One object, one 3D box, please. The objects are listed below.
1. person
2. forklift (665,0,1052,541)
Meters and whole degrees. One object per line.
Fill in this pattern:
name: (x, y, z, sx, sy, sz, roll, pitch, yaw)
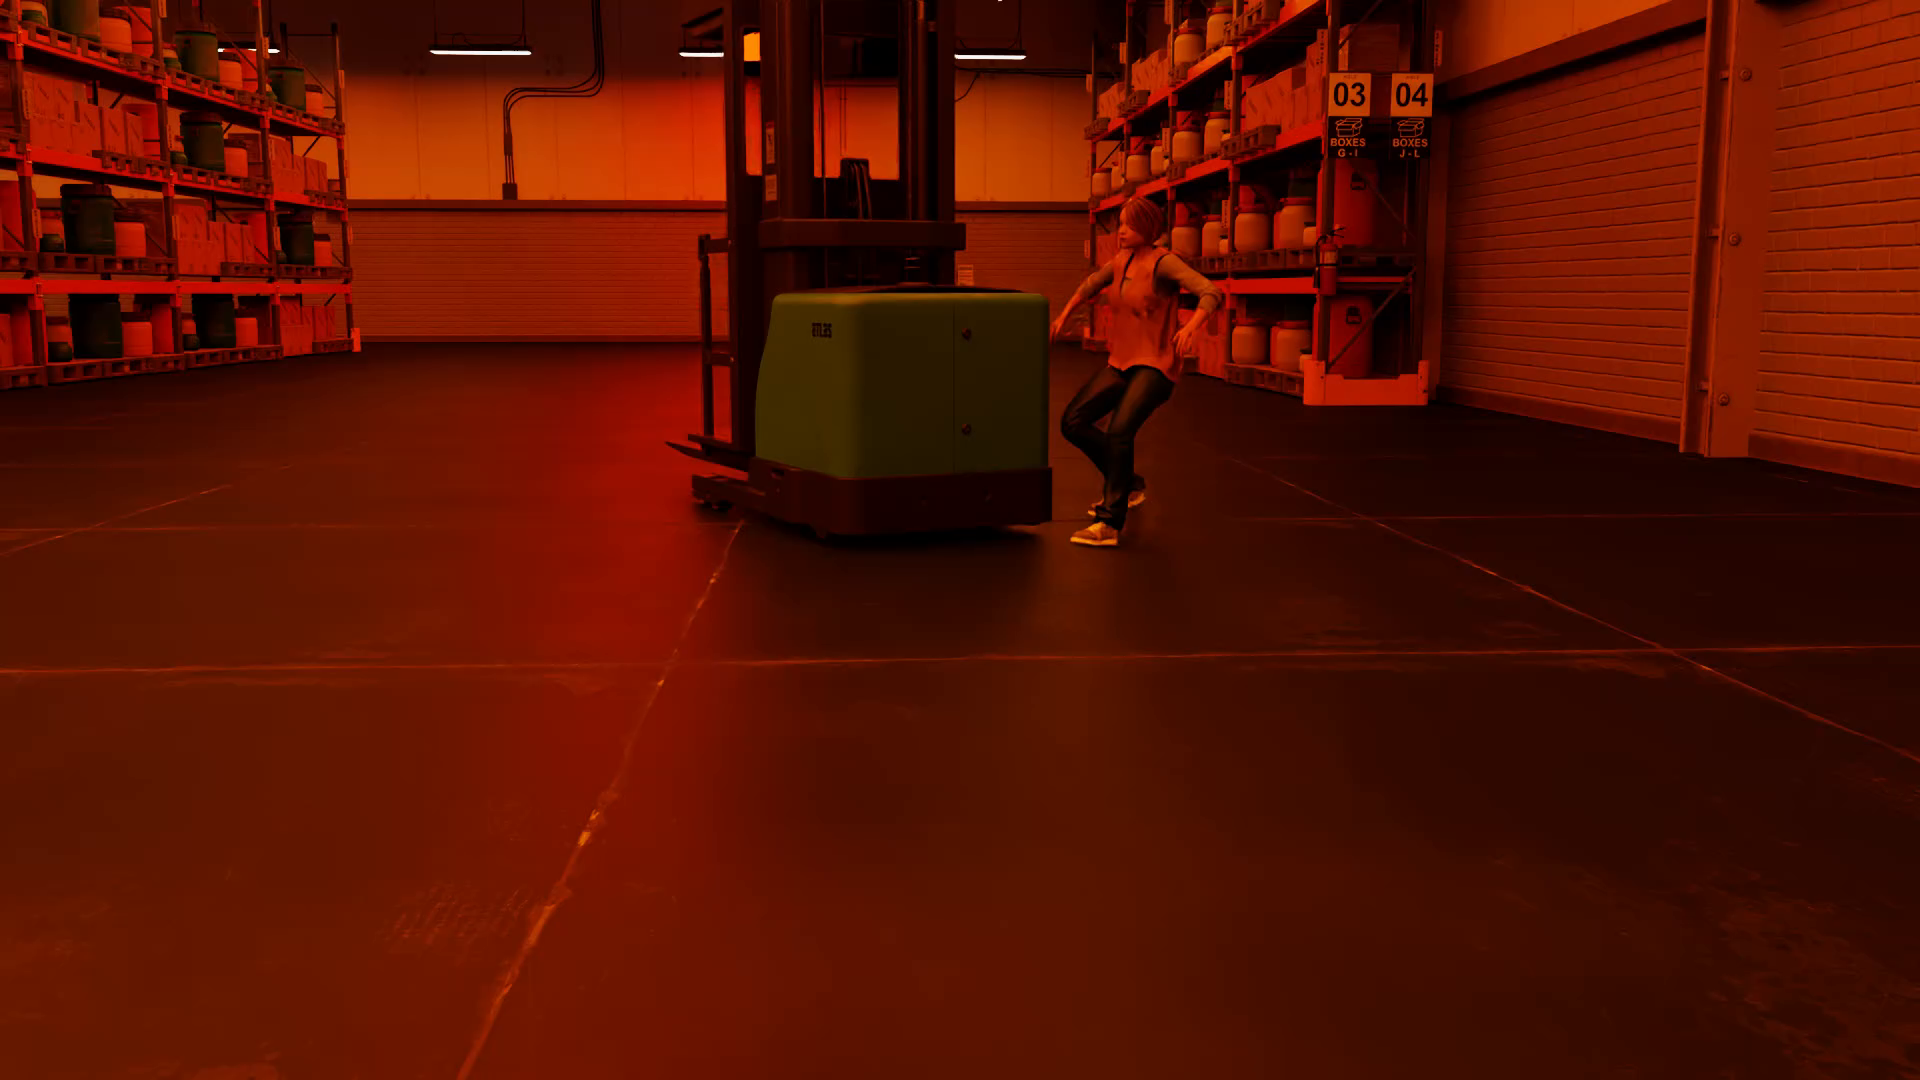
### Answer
person: (0.662, -0.739, 7.205, 0.682, 1.476, 0.887, -5, 10, -32)
forklift: (-0.714, -1.624, 8.270, 1.130, 2.935, 3.031, -4, 9, -27)
